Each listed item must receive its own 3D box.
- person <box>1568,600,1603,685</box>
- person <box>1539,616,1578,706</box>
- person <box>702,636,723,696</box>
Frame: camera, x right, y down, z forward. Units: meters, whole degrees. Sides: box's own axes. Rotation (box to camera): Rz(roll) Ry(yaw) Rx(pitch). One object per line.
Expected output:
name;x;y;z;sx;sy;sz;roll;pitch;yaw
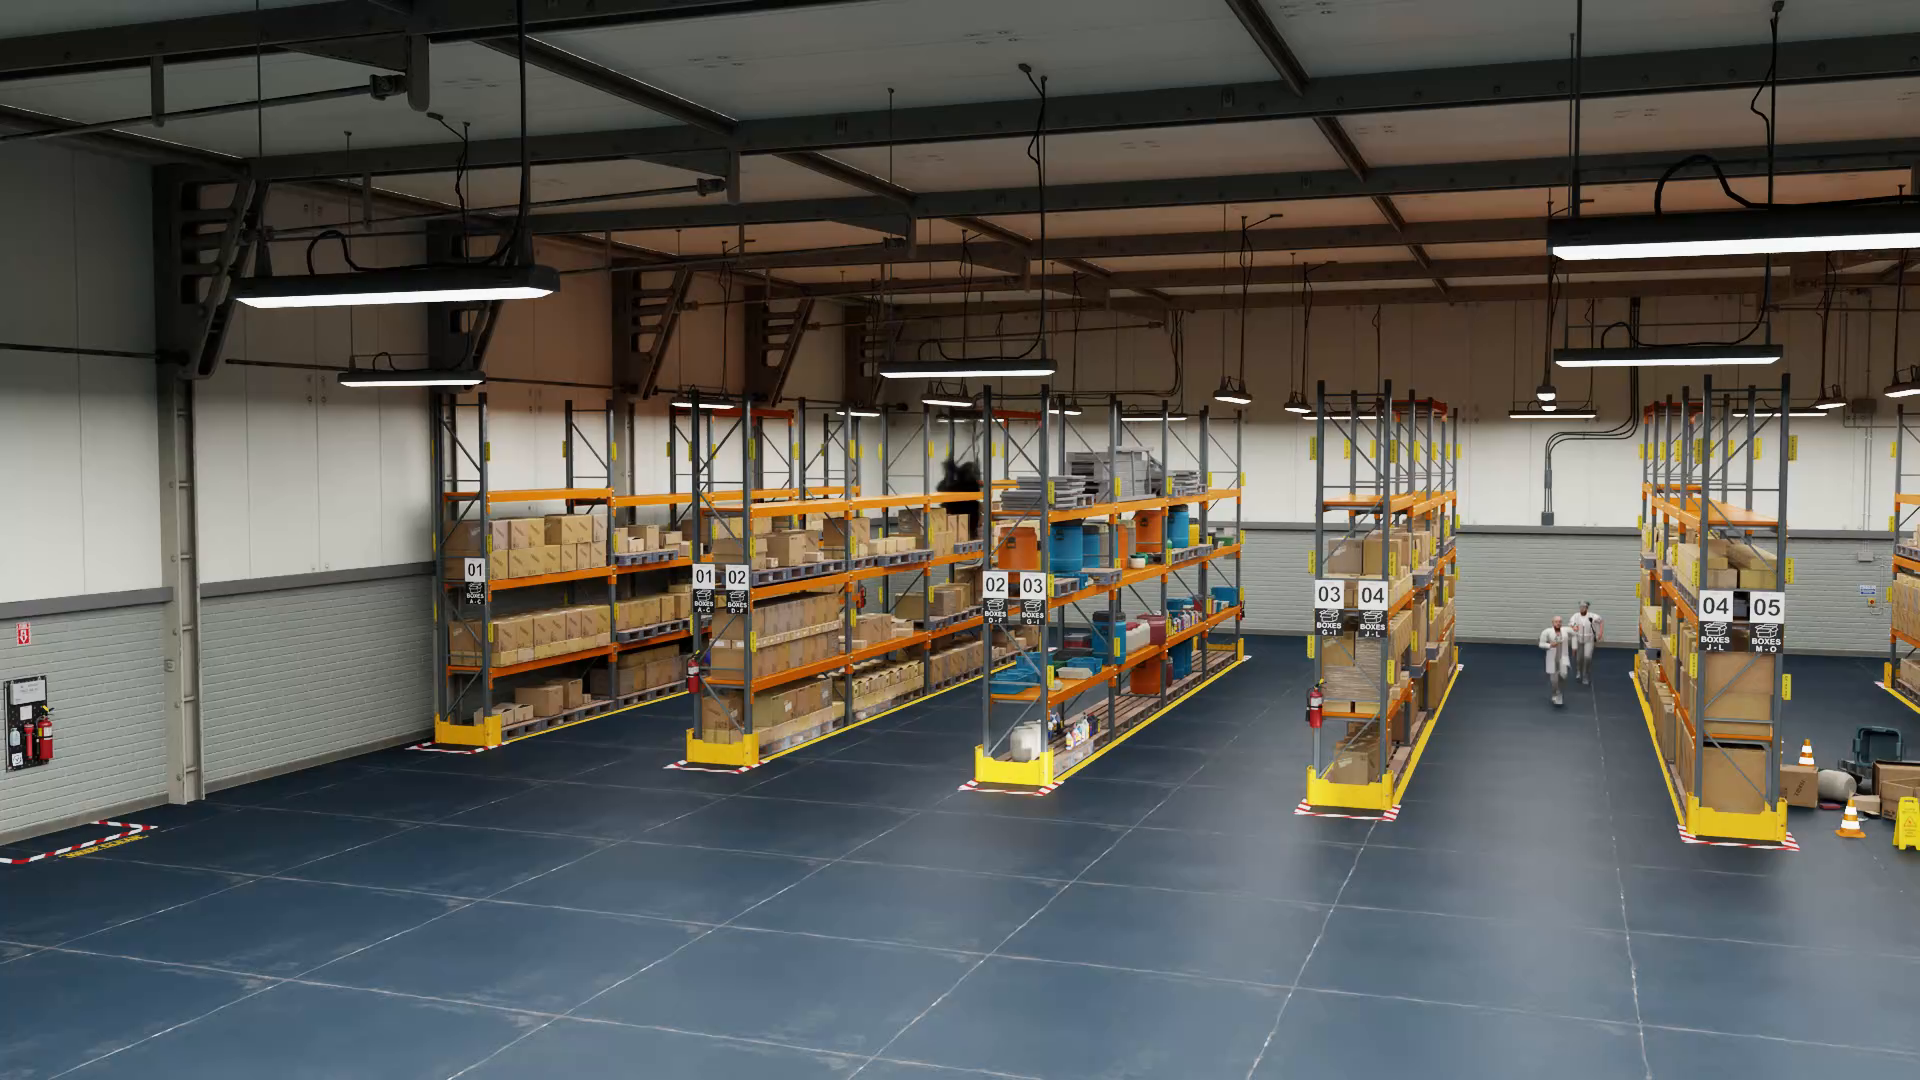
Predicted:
person;13.521;2.213;35.965;0.674;1.845;0.922;2;4;31
person;11.780;2.374;32.730;0.753;1.767;0.883;1;3;13
person;-4.491;2.596;30.598;0.543;1.543;0.651;0;3;9
